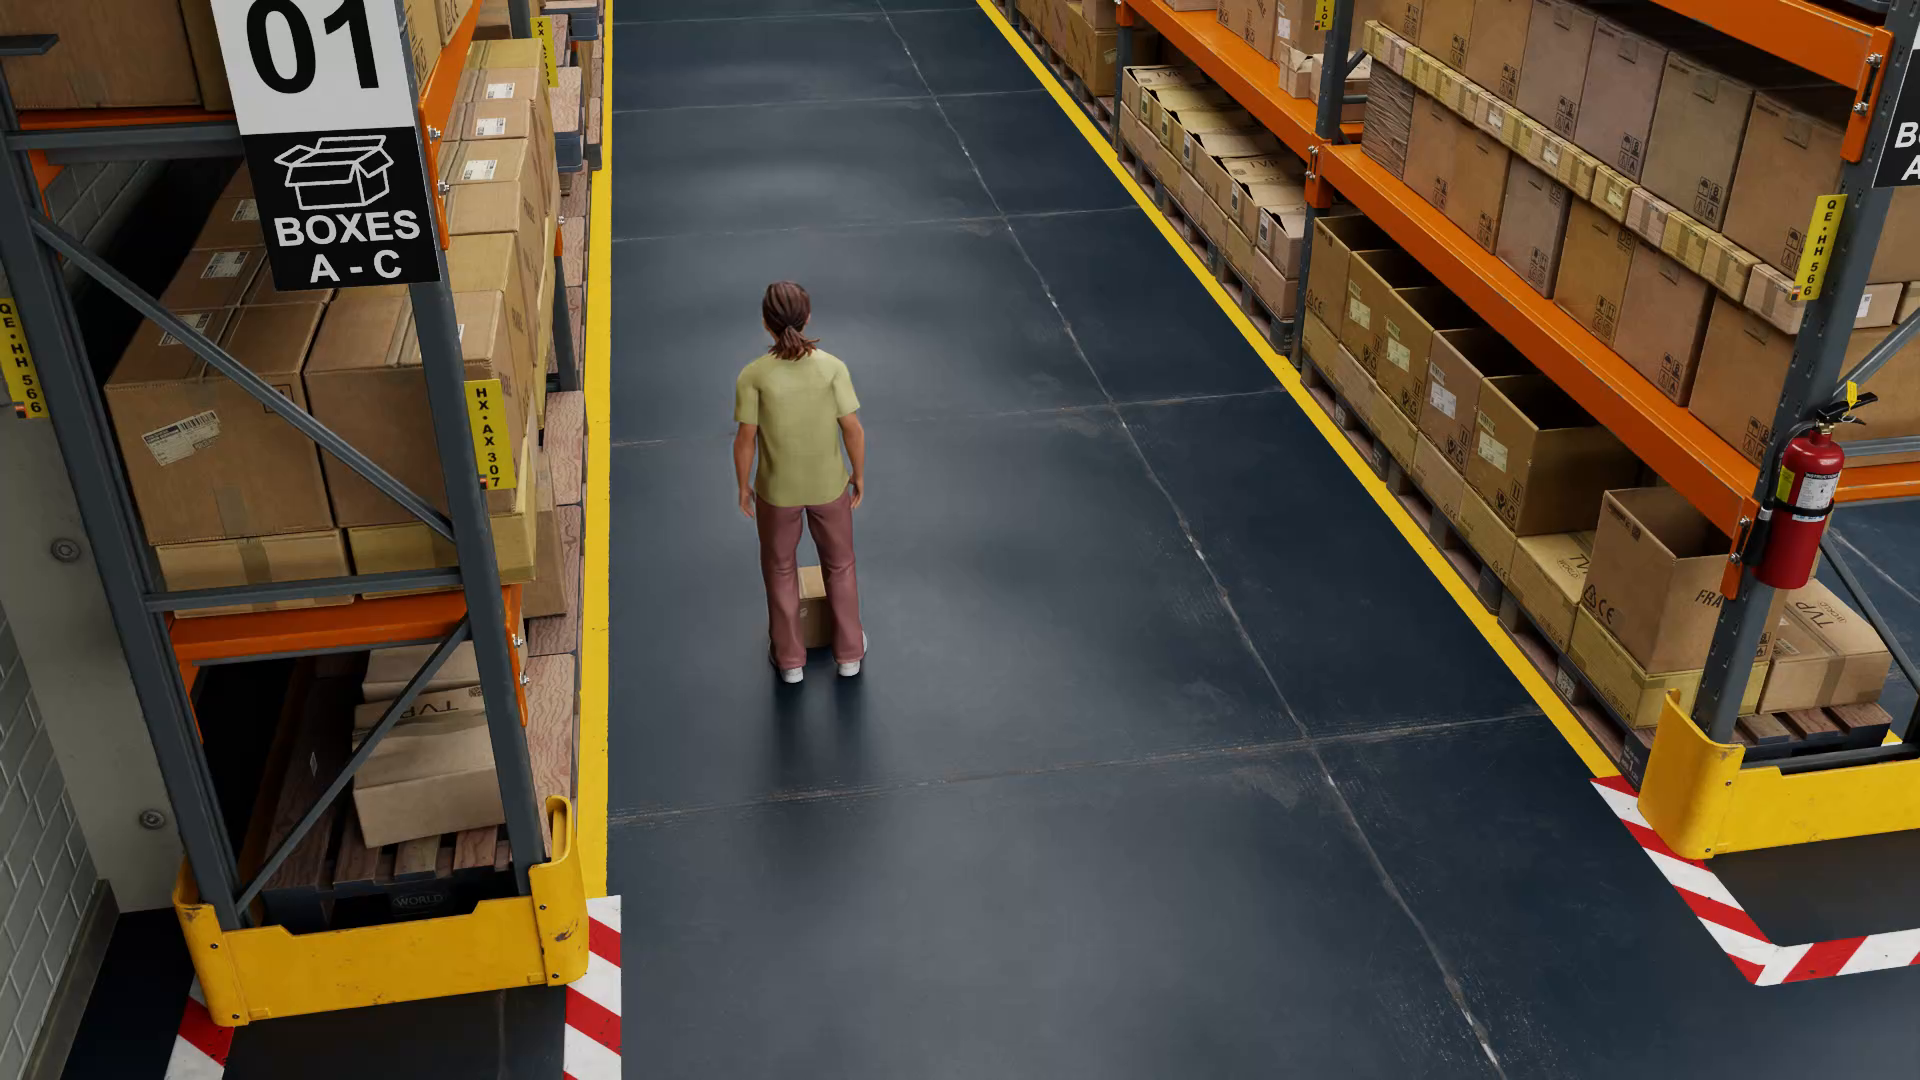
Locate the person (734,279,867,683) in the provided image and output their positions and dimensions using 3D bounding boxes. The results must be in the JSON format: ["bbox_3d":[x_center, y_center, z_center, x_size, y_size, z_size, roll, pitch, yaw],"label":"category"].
[{"bbox_3d":[-0.618,-0.200,6.469,0.500,1.673,0.353,-6,31,-9],"label":"person"}]
